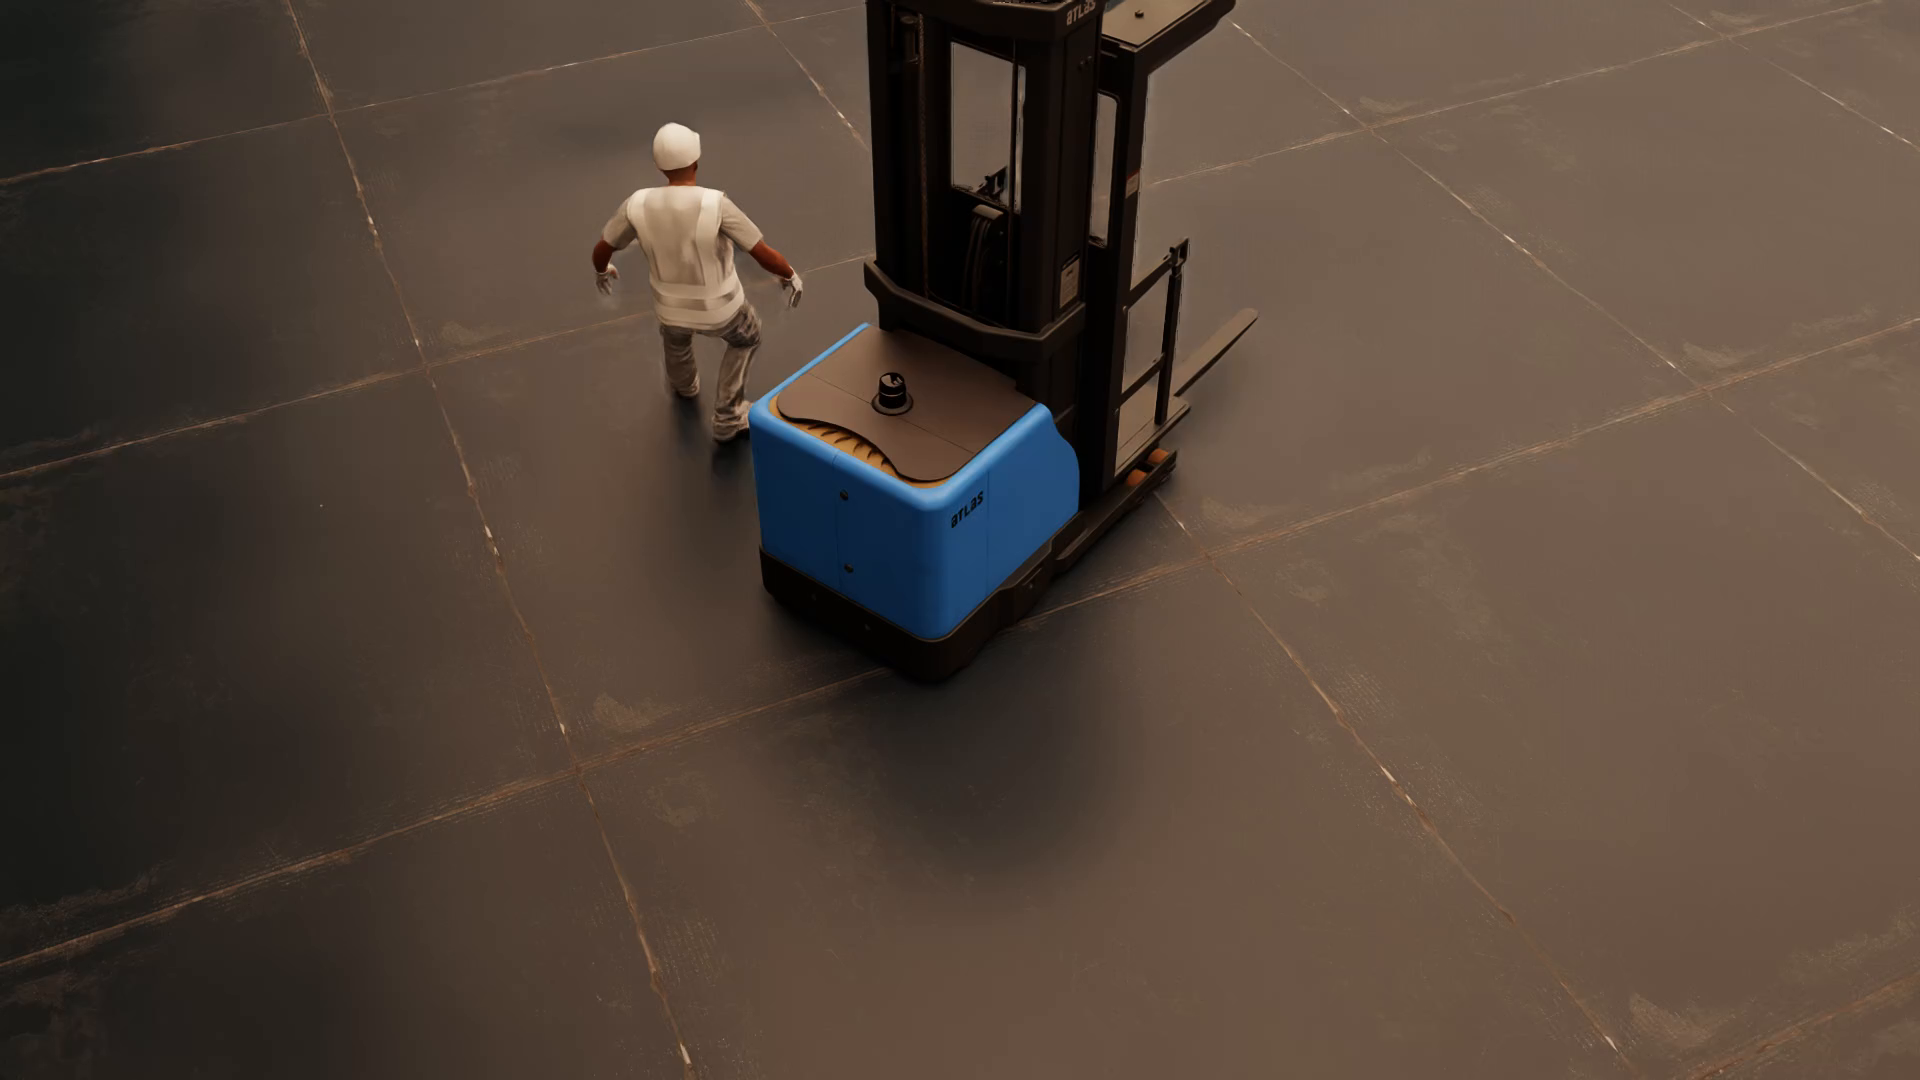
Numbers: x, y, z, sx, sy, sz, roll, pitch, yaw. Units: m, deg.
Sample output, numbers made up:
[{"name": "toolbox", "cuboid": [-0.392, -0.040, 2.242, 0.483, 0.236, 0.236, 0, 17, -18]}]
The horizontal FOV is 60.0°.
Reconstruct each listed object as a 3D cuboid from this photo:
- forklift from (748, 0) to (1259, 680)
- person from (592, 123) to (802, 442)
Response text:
[{"name": "forklift", "cuboid": [0.400, -1.430, 7.213, 1.130, 2.935, 3.031, 27, 50, 26]}, {"name": "person", "cuboid": [-1.201, -1.263, 7.938, 0.993, 1.711, 0.733, 9, 44, 10]}]
